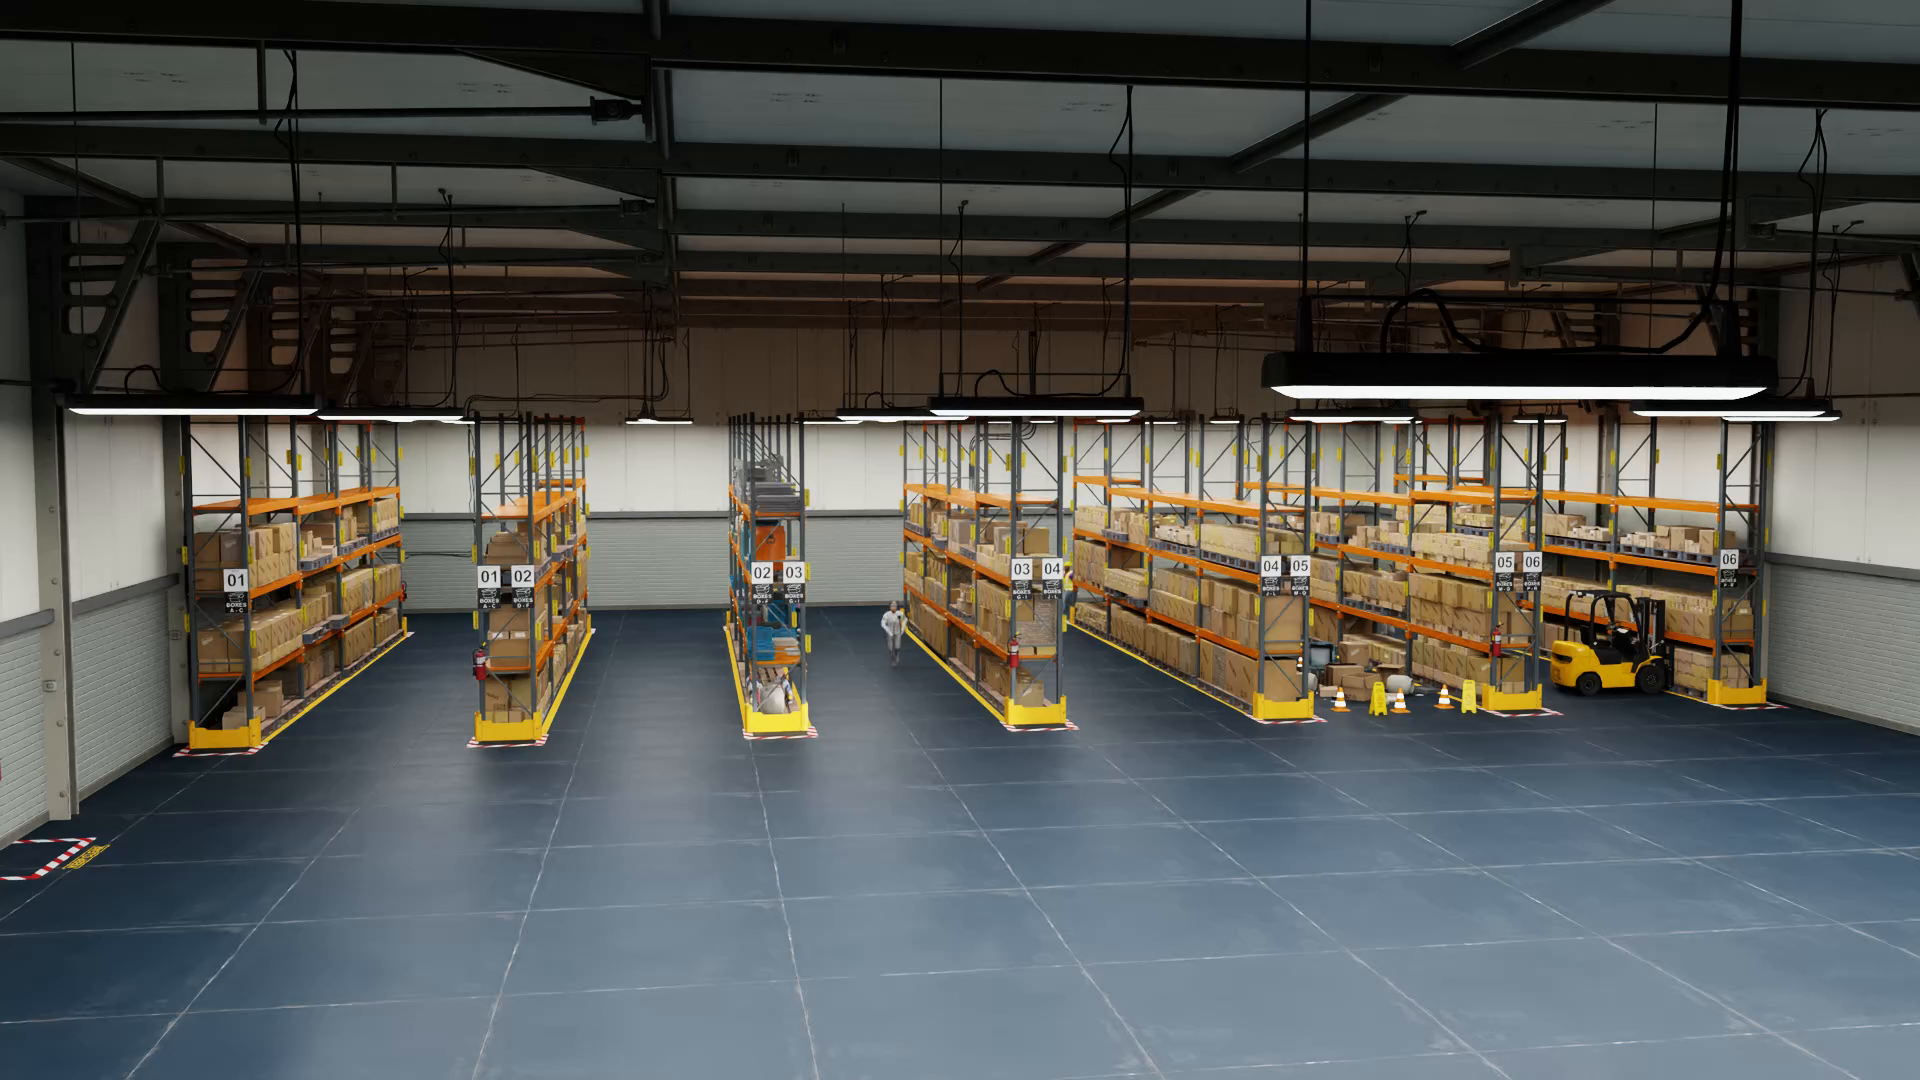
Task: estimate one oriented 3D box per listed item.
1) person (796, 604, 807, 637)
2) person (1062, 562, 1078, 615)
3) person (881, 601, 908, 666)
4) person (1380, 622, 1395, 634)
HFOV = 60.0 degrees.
[{"bbox_3d":[-4.432,1.865,45.283,0.448,1.563,0.438,1,4,21],"label":"person"},{"bbox_3d":[3.208,1.493,49.586,1.064,1.719,0.542,-1,4,-14],"label":"person"},{"bbox_3d":[-1.564,2.225,39.716,0.624,1.607,0.703,0,4,0],"label":"person"},{"bbox_3d":[11.835,1.774,46.028,0.523,1.679,0.437,-3,5,-41],"label":"person"}]
